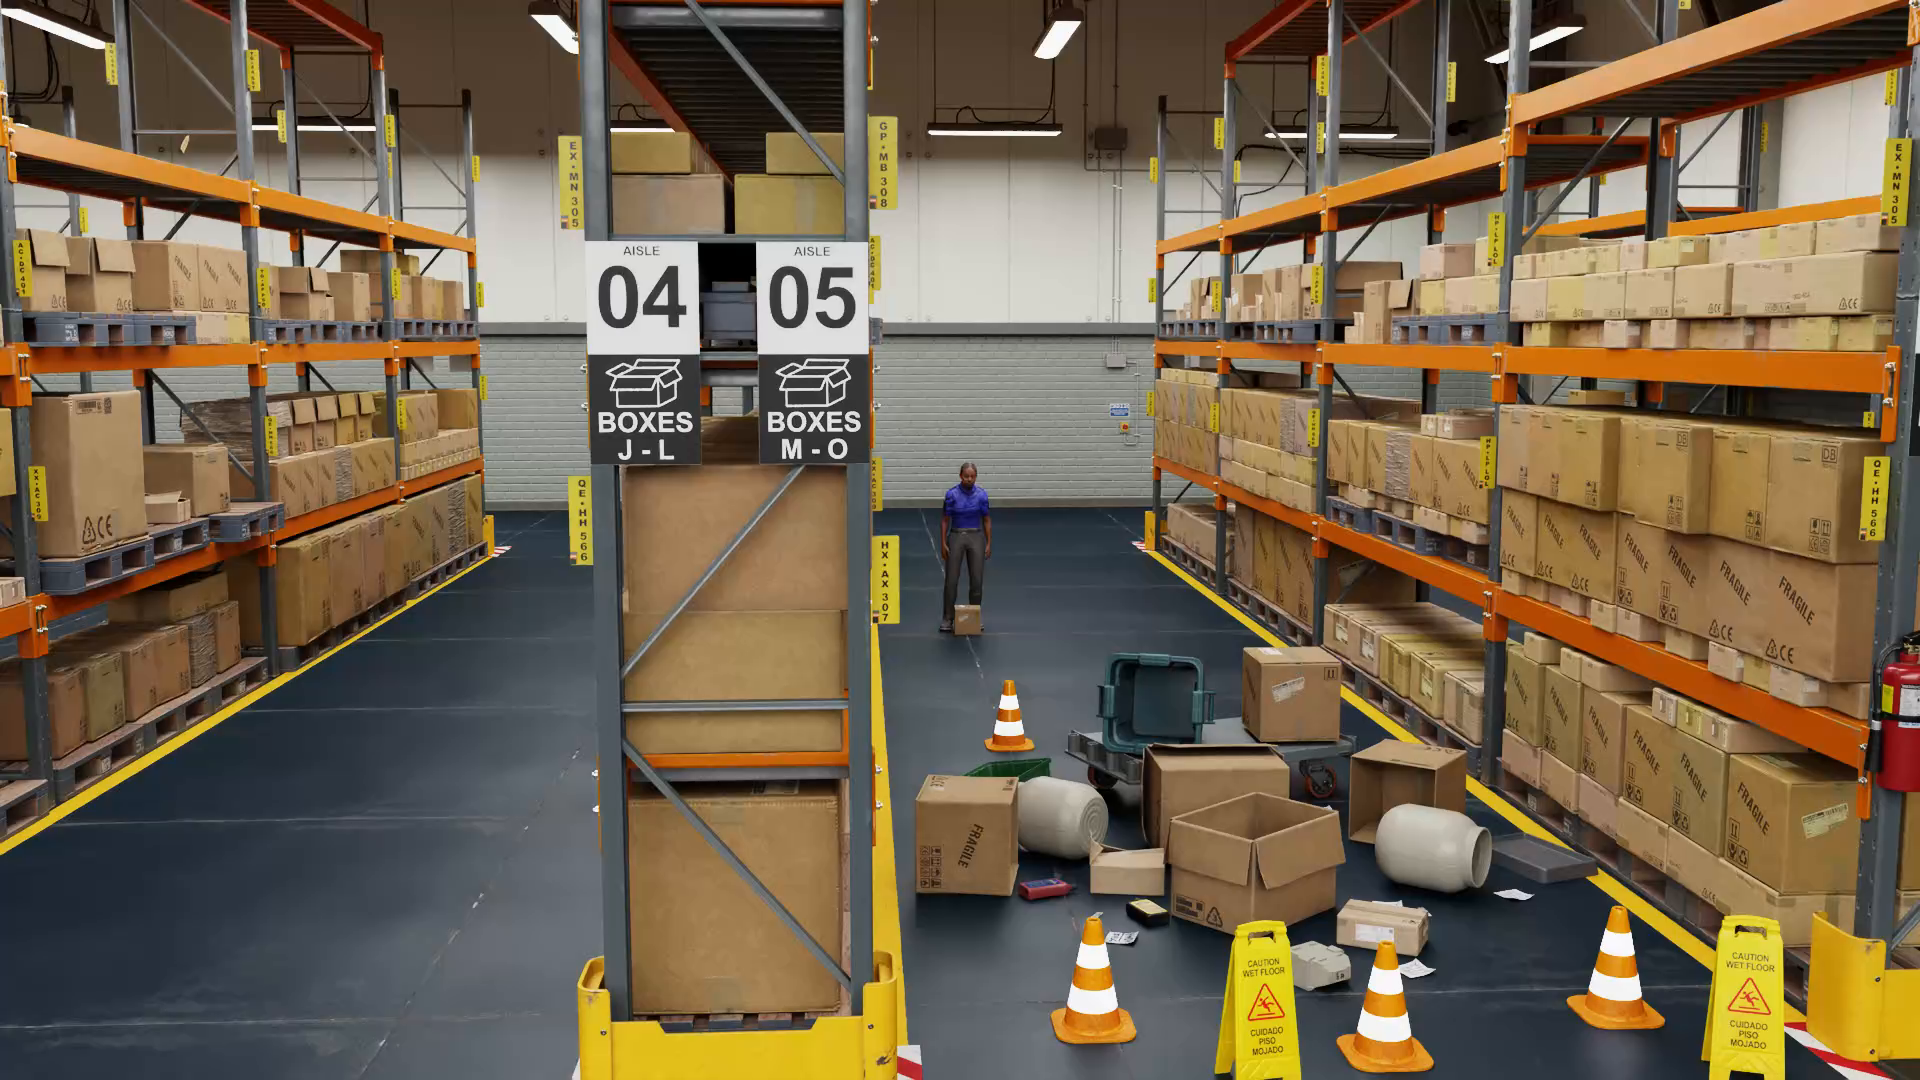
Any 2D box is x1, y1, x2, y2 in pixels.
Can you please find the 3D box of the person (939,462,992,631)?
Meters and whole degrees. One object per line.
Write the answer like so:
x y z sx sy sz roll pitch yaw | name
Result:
0.048 0.052 16.341 0.527 1.655 0.348 -1 7 -6 | person
